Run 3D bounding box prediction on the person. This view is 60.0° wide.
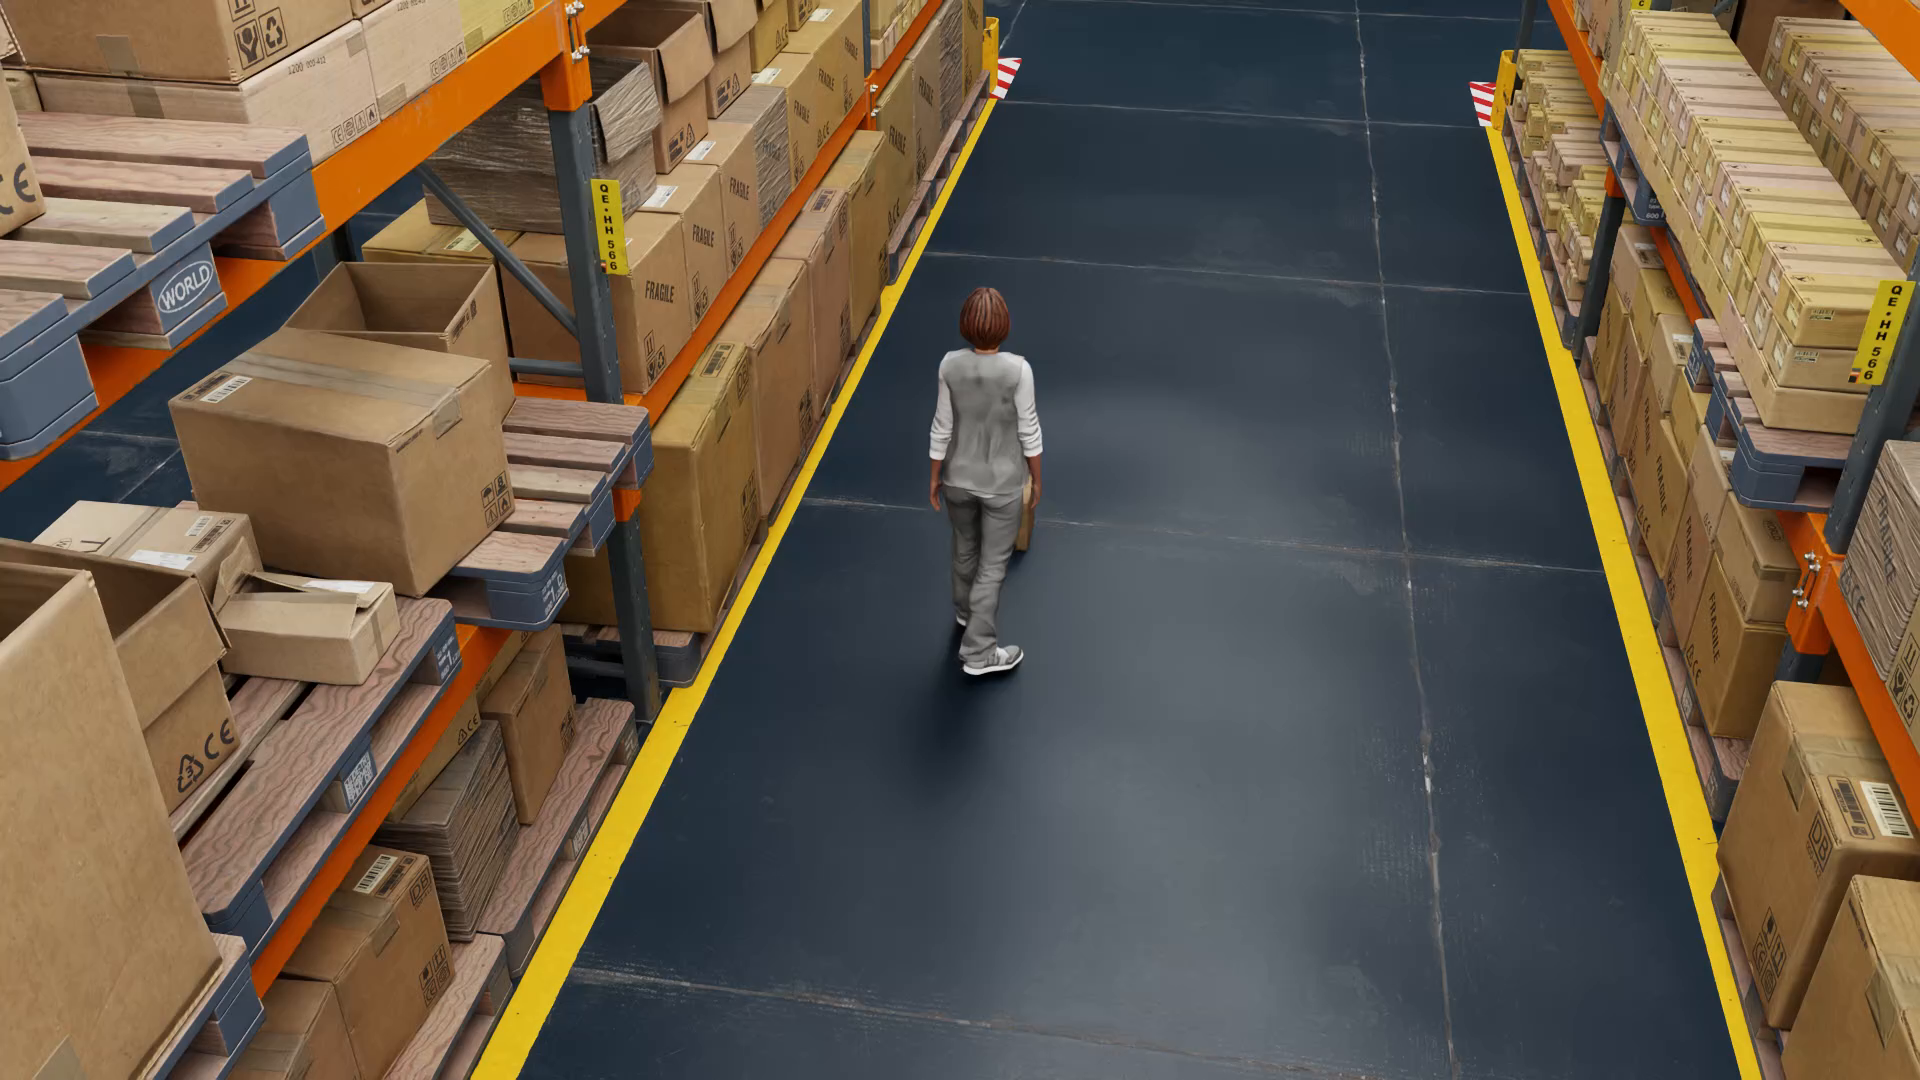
[{"bbox_3d":[0.119,-0.252,6.523,0.426,1.583,0.604,12,35,18],"label":"person"}]
